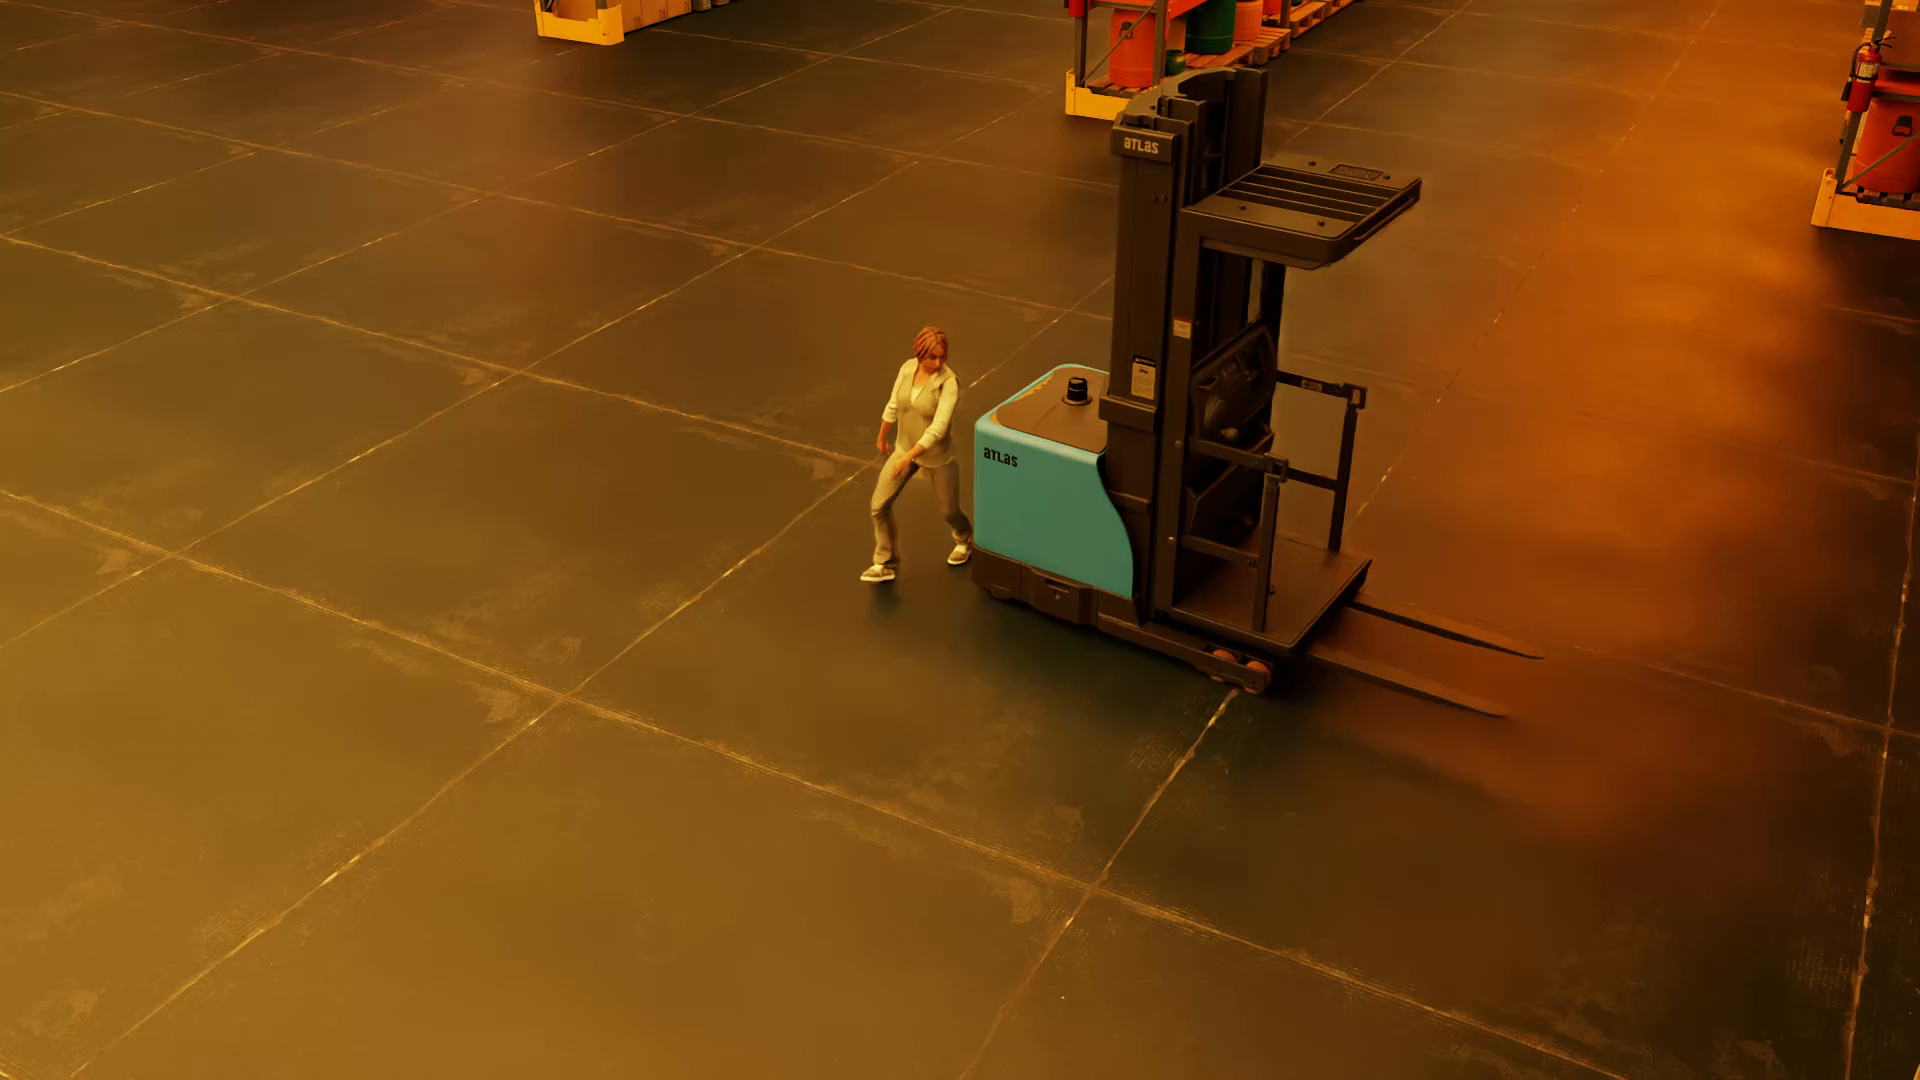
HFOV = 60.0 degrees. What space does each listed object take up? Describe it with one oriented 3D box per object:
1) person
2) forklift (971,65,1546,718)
[{"bbox_3d":[-0.261,-0.489,9.331,0.545,1.521,0.761,14,33,23],"label":"person"},{"bbox_3d":[1.572,-0.774,8.412,3.031,2.935,1.130,18,35,29],"label":"forklift"}]
